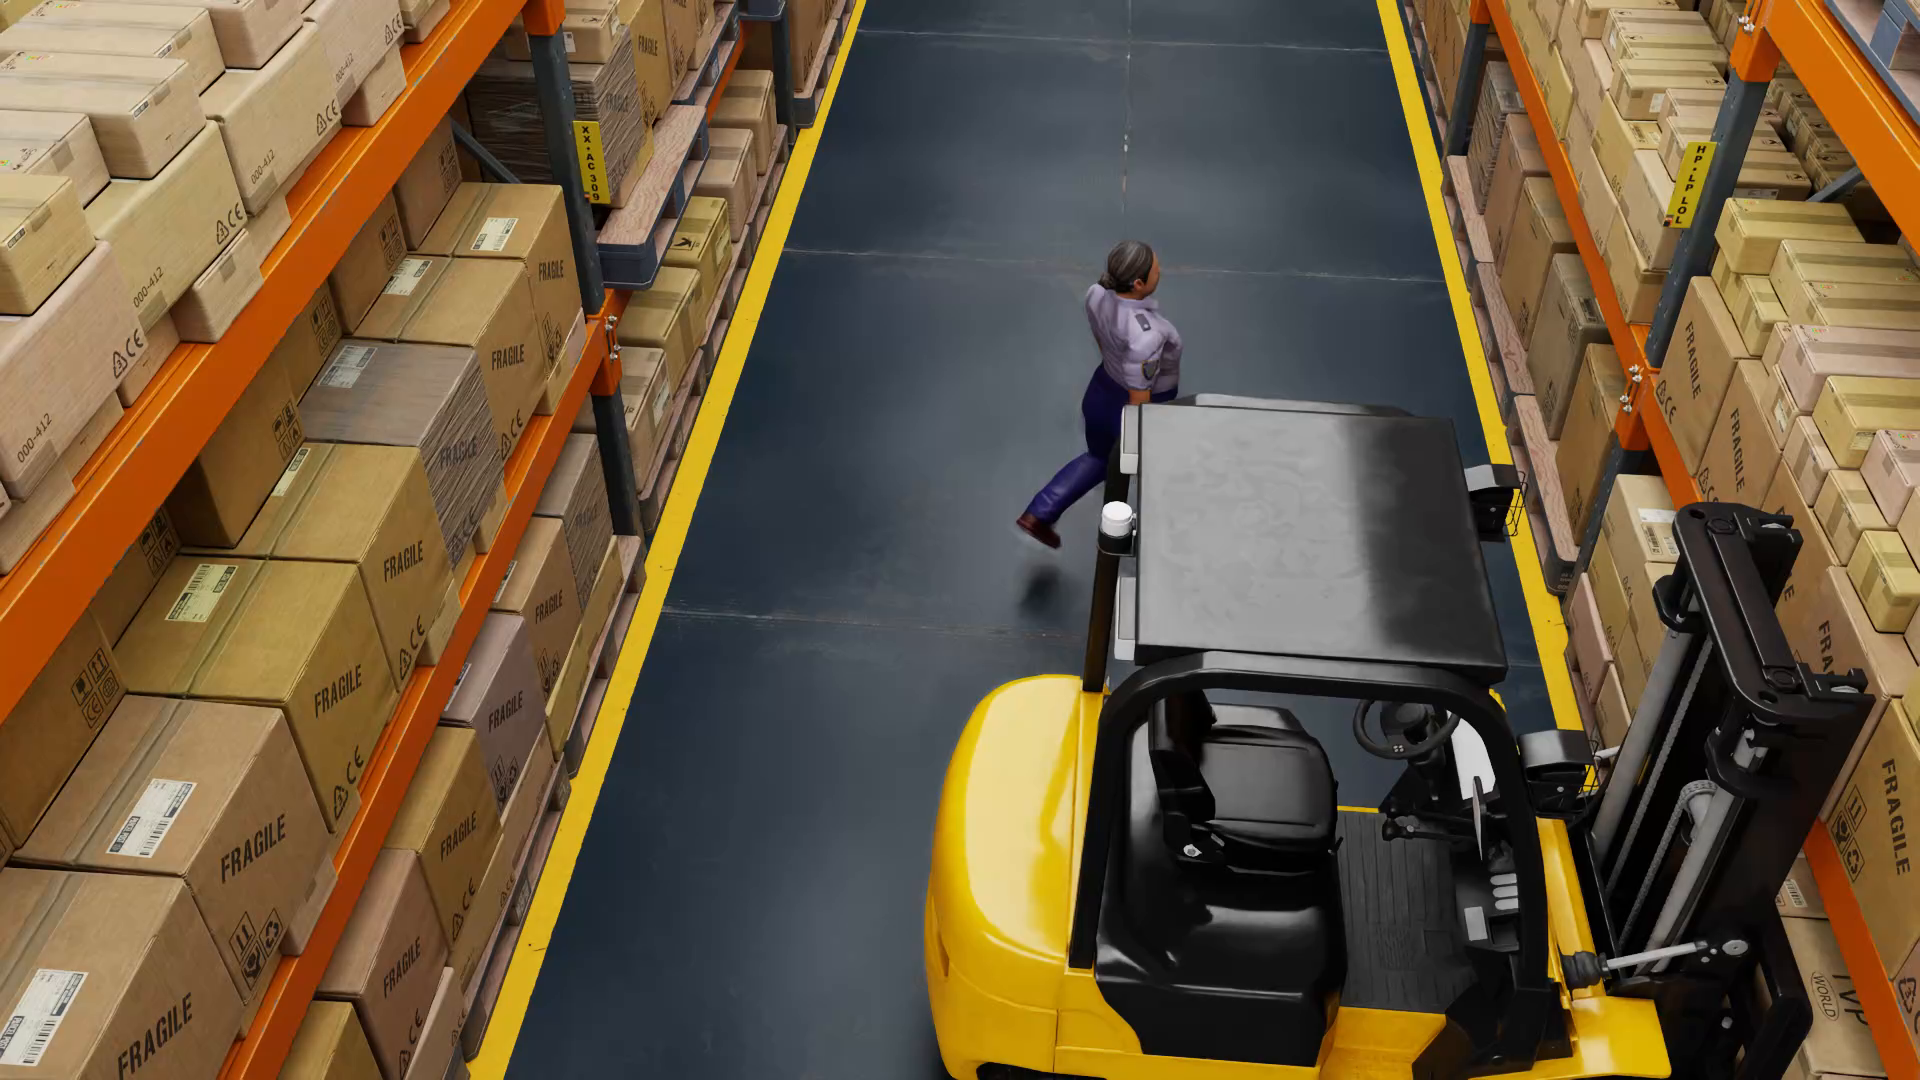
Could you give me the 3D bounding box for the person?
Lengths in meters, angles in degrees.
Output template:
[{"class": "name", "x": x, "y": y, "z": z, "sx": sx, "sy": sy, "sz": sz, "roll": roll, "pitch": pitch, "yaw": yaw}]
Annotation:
[{"class": "person", "x": 0.706, "y": -0.539, "z": 6.832, "sx": 0.898, "sy": 1.588, "sz": 0.482, "roll": -23, "pitch": 45, "yaw": -24}]
